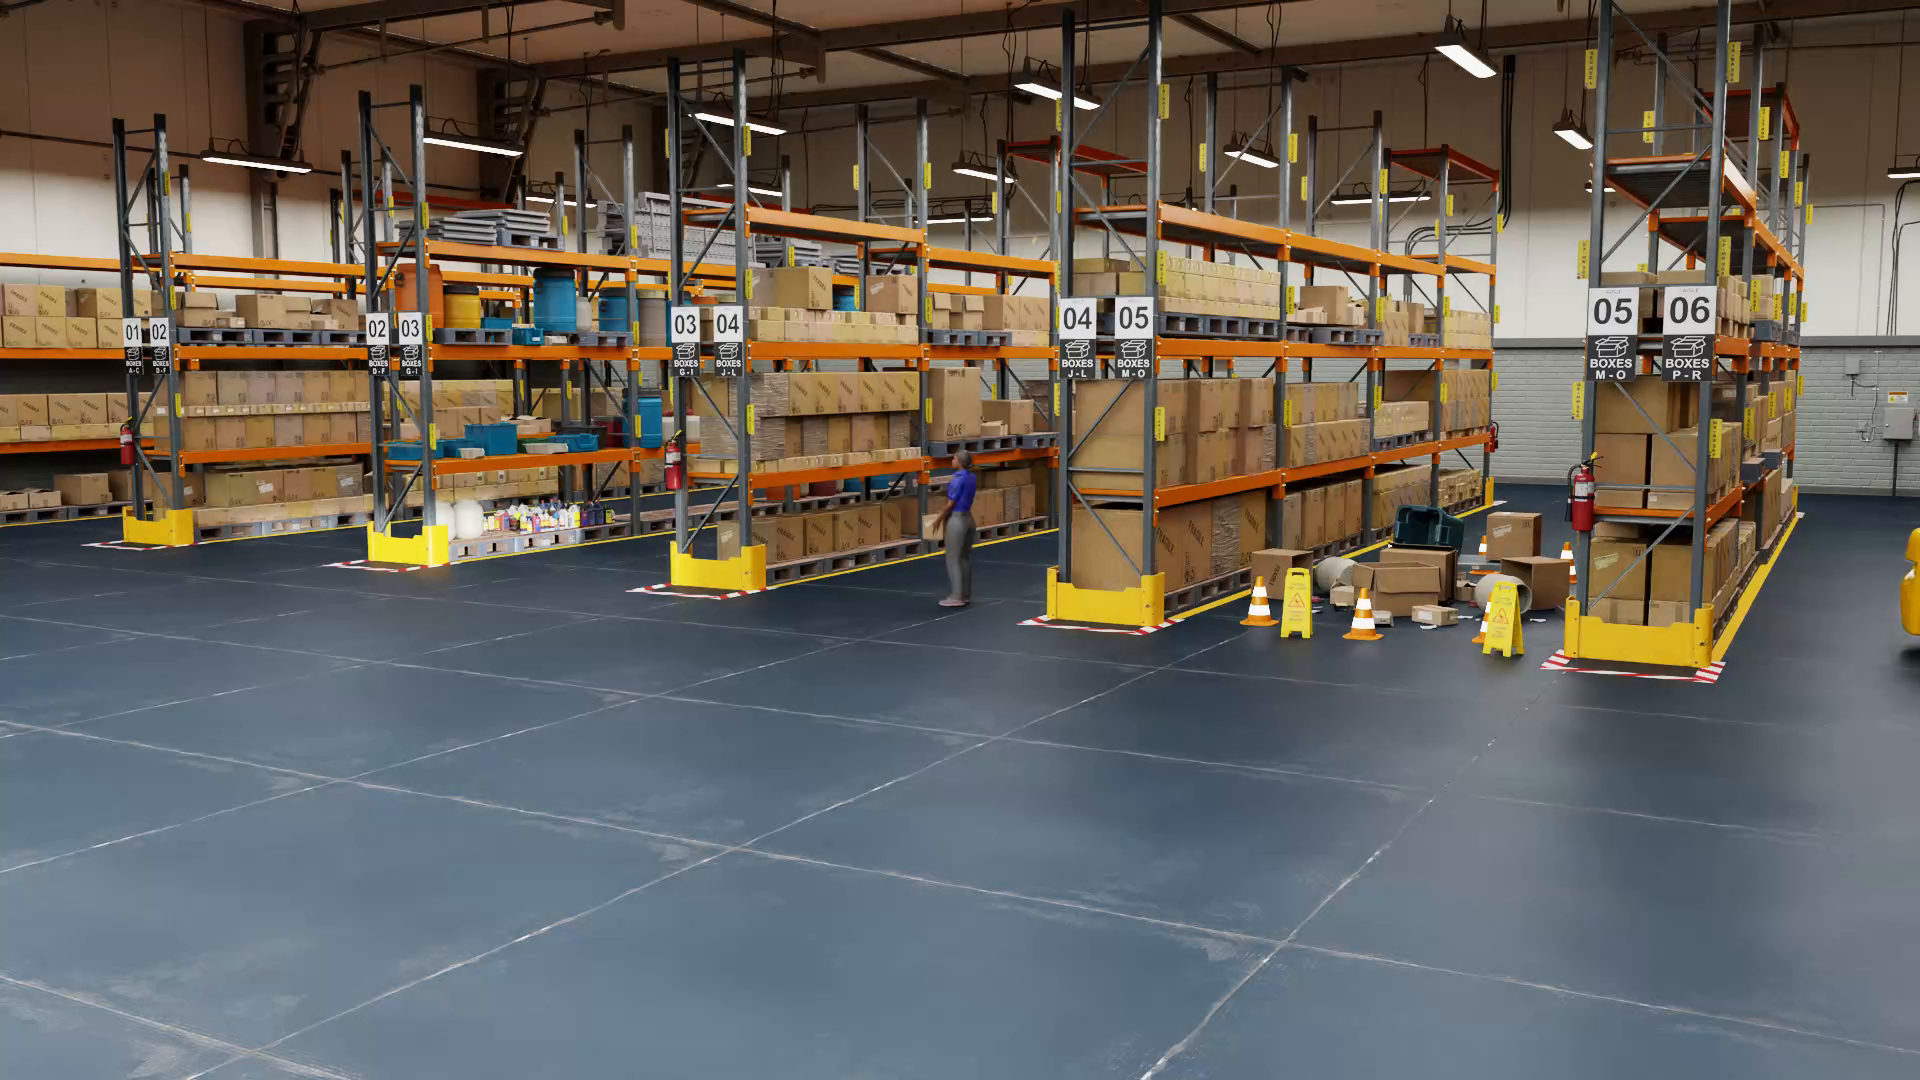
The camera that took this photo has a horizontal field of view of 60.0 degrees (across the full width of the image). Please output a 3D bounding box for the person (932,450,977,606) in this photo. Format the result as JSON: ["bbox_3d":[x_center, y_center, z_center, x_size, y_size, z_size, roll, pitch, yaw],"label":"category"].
[{"bbox_3d":[-0.050,-0.132,17.628,0.445,1.658,0.505,3,7,26],"label":"person"}]
